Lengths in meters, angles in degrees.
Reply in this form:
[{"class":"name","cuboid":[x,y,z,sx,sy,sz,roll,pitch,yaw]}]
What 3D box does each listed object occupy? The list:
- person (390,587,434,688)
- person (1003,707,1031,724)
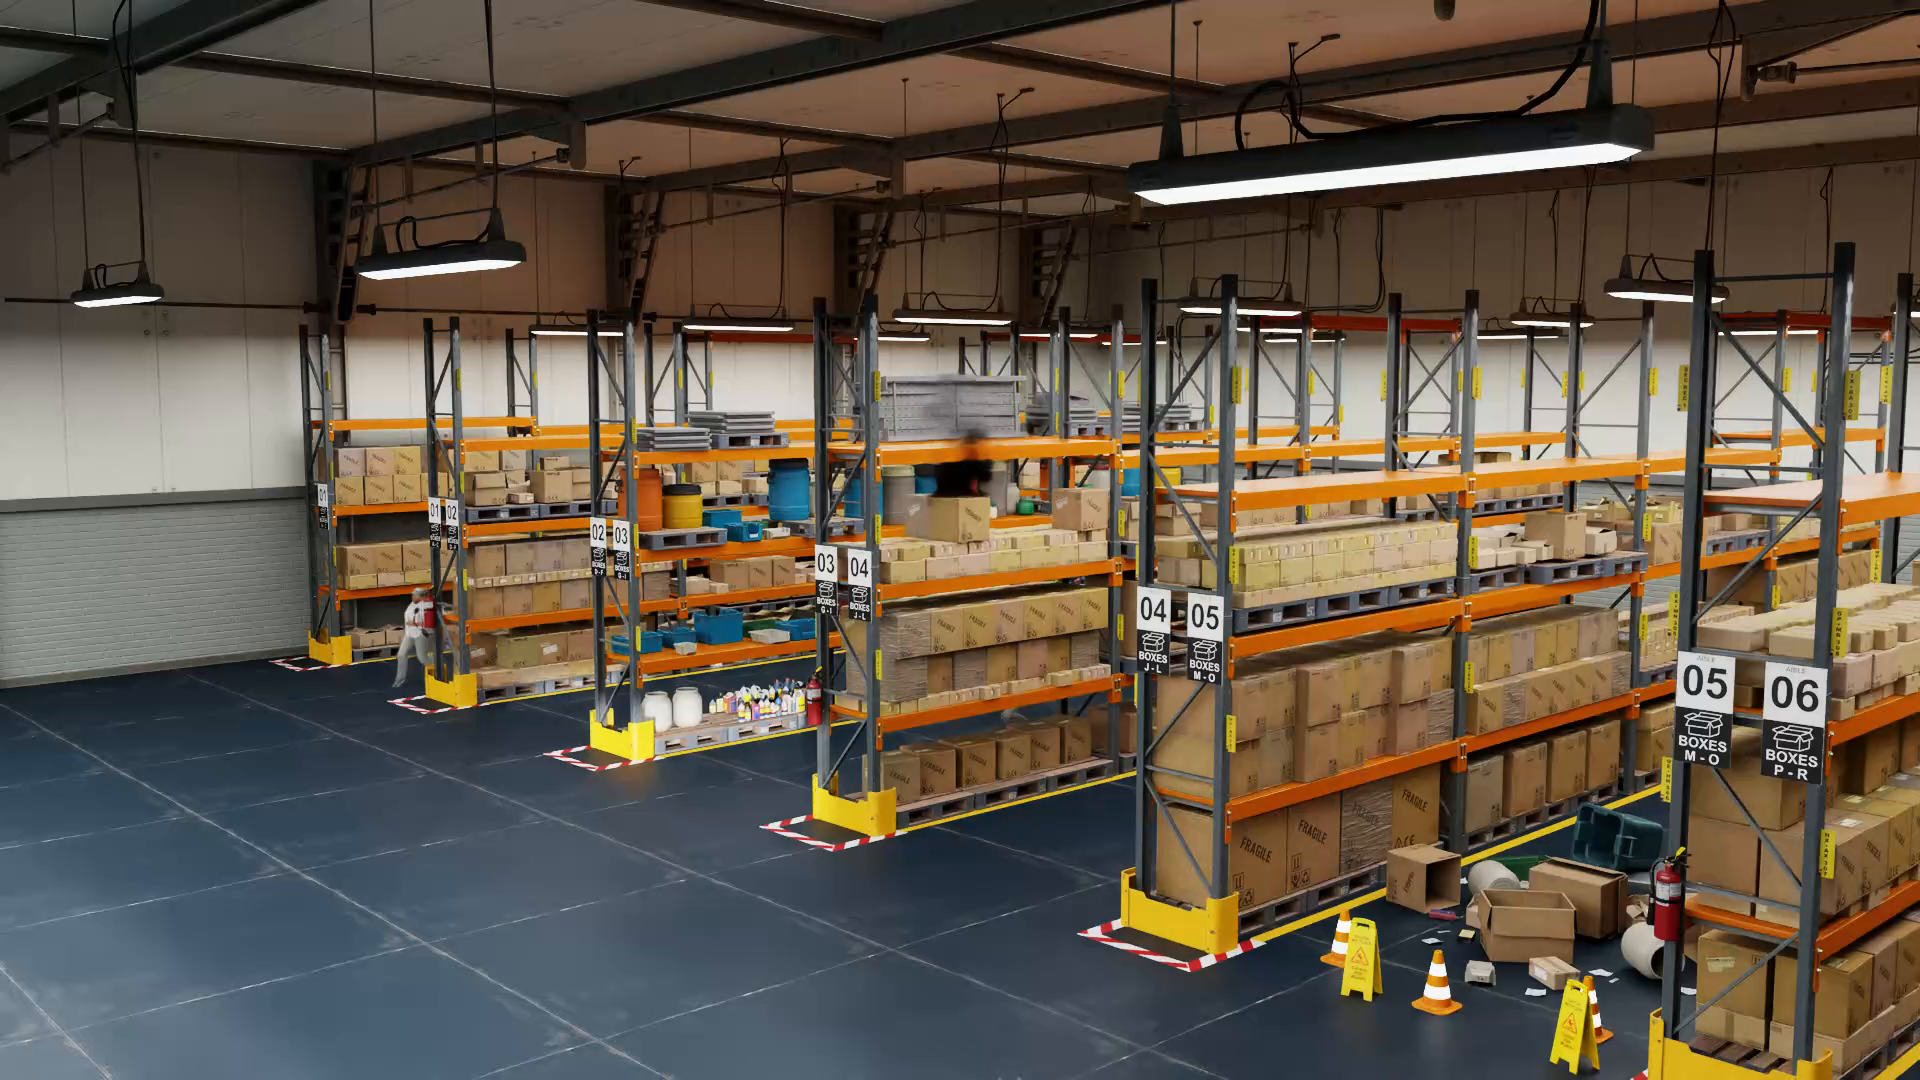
[{"class":"person","cuboid":[-8.893,1.603,27.371,0.662,1.696,0.790,3,7,30]},{"class":"person","cuboid":[0.727,2.045,22.814,0.541,1.658,0.608,-5,8,-43]}]
